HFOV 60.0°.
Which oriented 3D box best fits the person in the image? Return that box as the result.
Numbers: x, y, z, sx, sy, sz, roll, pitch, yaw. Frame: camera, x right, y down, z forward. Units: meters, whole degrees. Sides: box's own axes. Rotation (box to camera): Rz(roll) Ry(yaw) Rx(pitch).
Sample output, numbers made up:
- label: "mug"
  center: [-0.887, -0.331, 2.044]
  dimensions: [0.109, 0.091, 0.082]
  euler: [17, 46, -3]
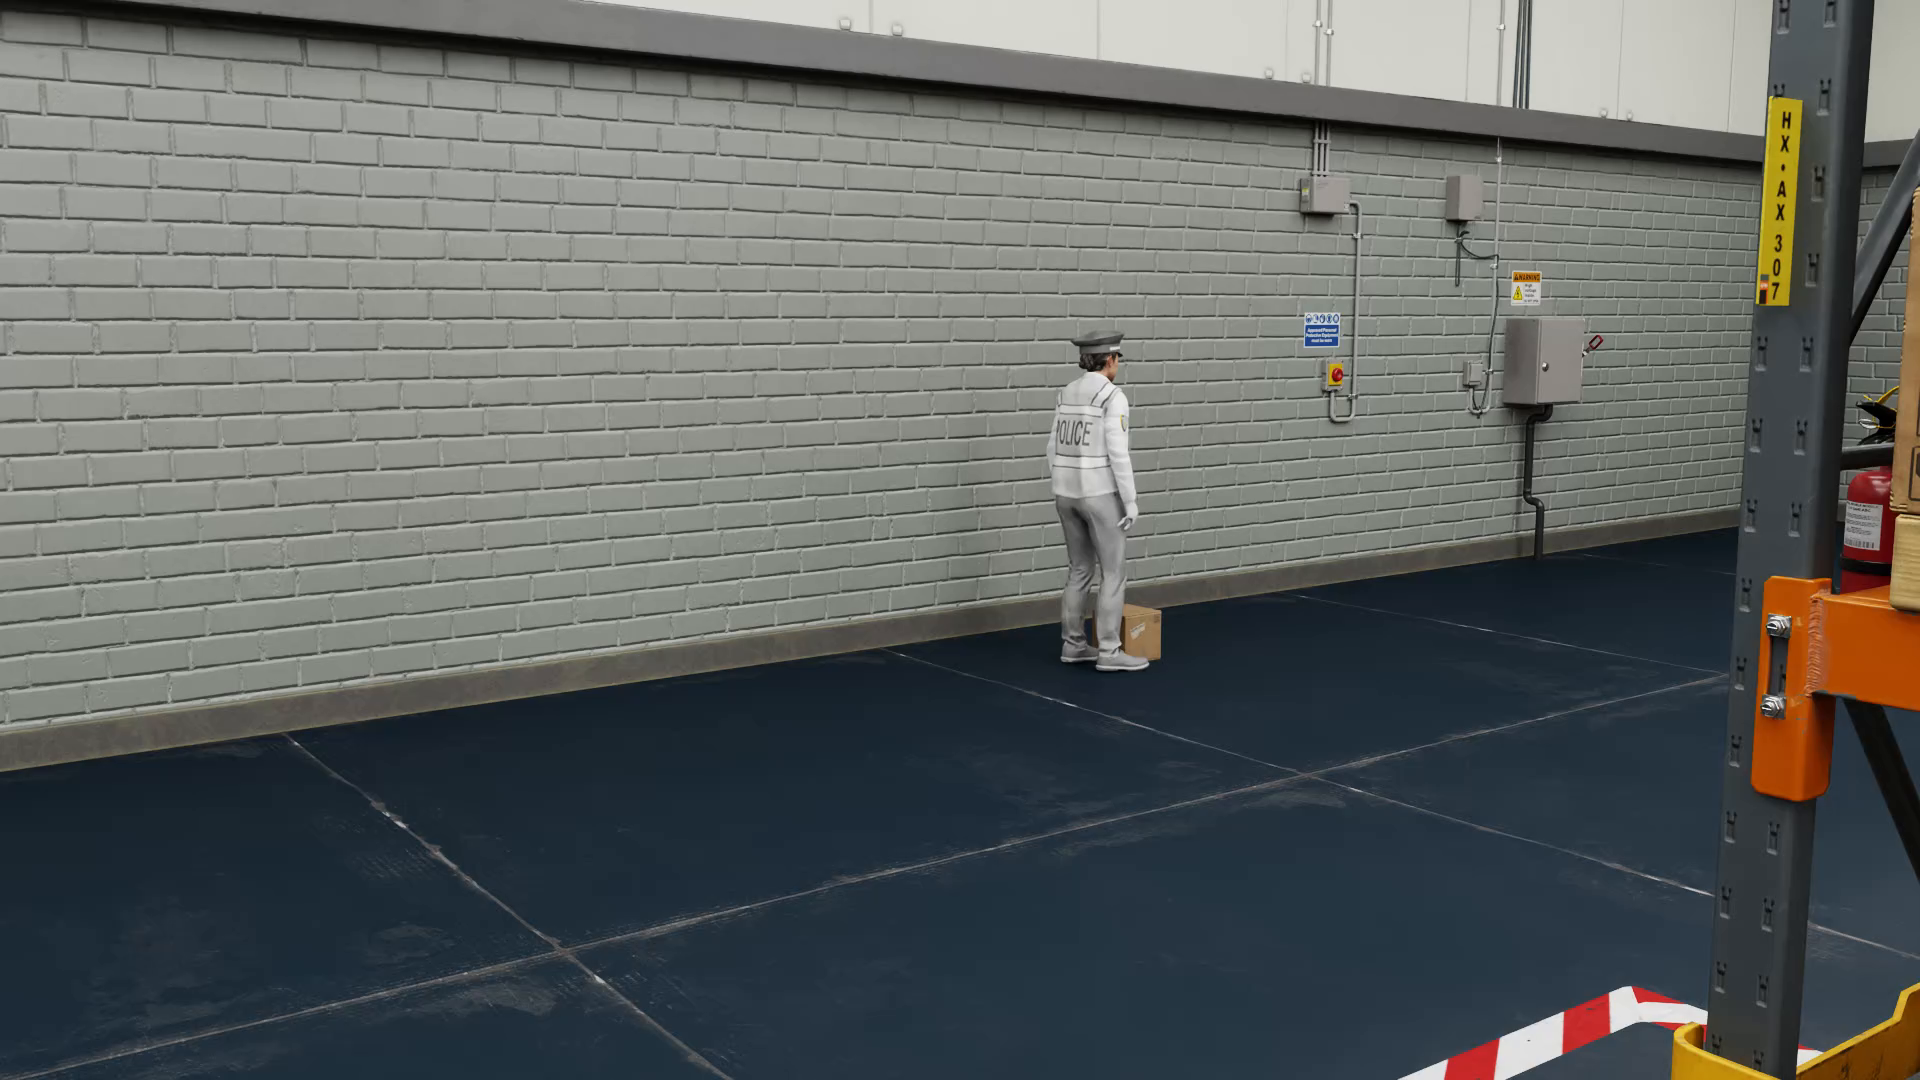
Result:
- label: "person"
  center: [0.660, -0.199, 8.232]
  dimensions: [0.376, 1.663, 0.547]
  euler: [-7, 10, -39]
